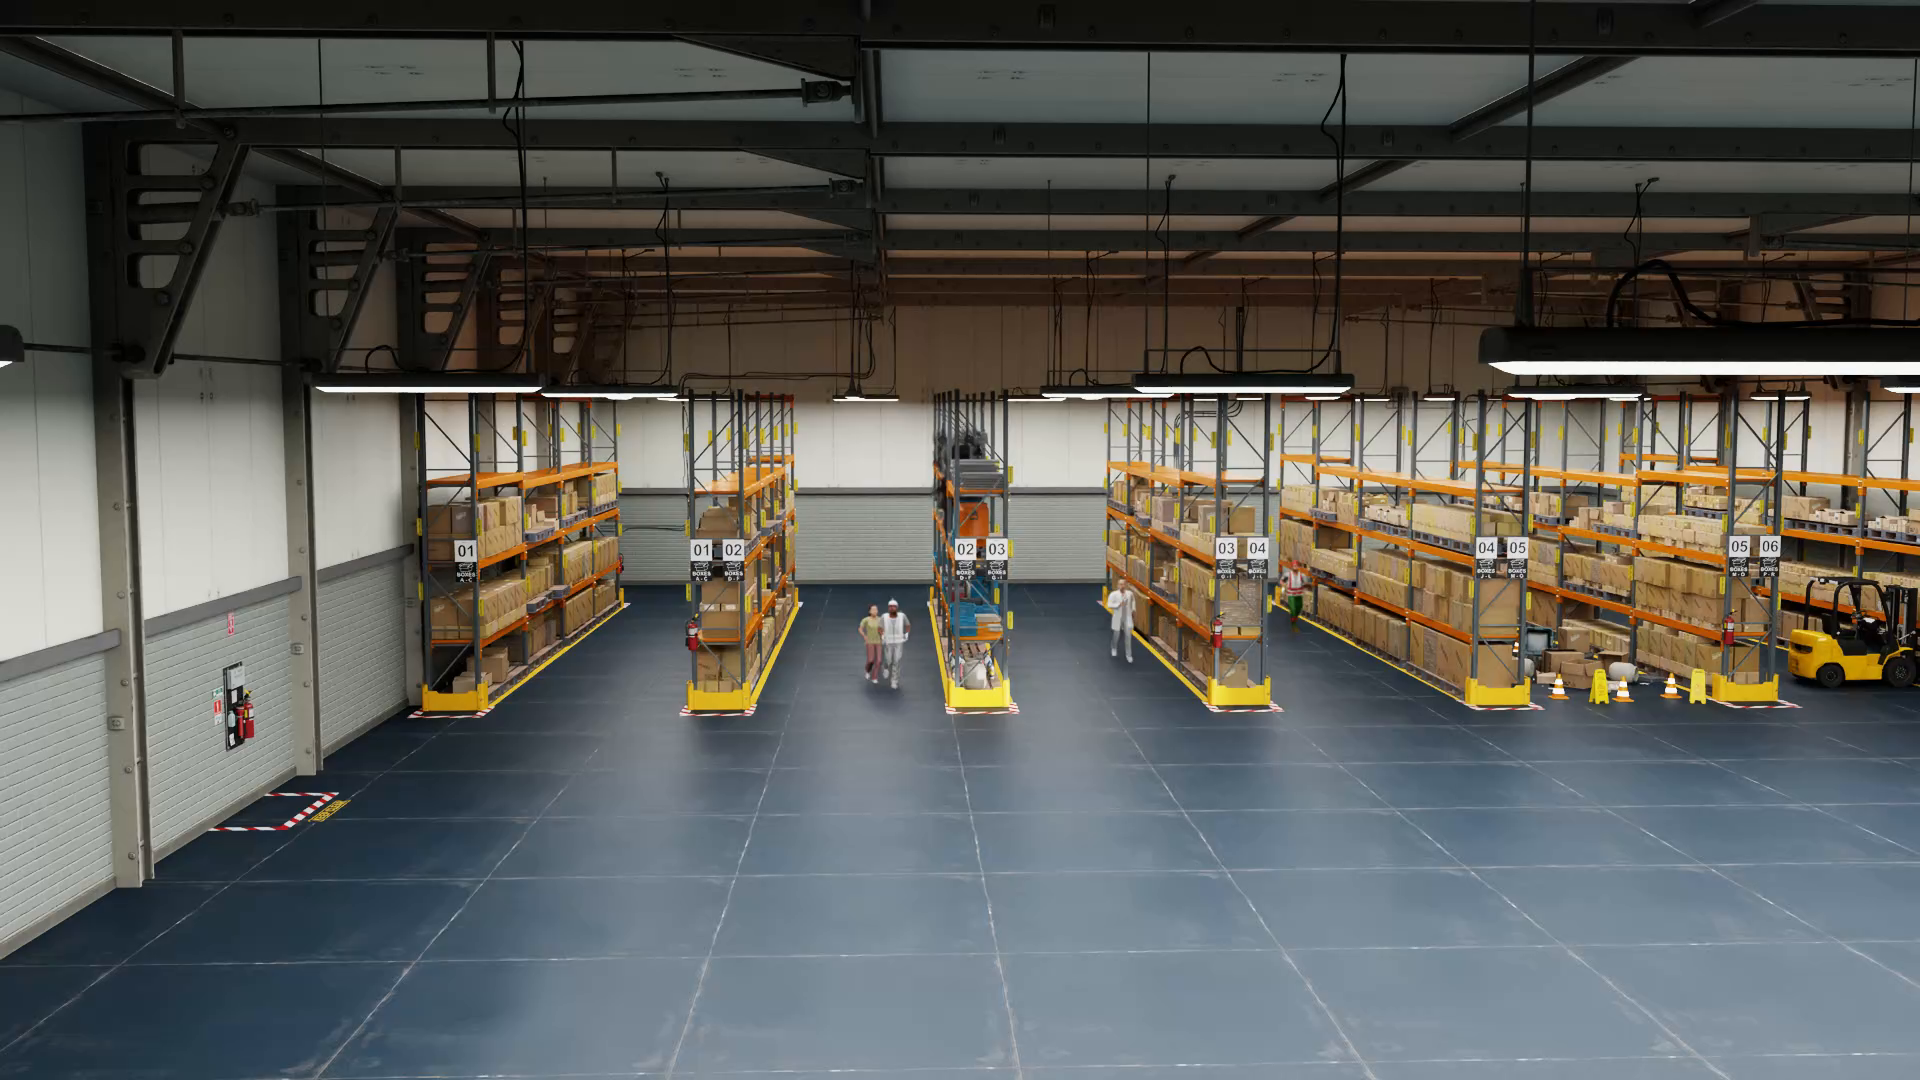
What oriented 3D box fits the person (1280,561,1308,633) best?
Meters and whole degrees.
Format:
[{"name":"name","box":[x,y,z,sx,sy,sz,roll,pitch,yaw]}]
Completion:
[{"name":"person","box":[8.397,1.400,41.692,0.662,1.773,1.002,0,5,-6]}]

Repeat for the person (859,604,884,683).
[{"name":"person","box":[-1.760,2.127,34.116,0.576,1.622,0.557,-1,5,-17]}]

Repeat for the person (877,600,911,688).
[{"name":"person","box":[-1.340,2.096,33.867,0.685,1.766,0.777,0,5,-4]}]

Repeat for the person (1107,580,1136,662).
[{"name":"person","box":[3.625,1.842,37.223,0.704,1.662,1.036,-1,5,-8]}]
